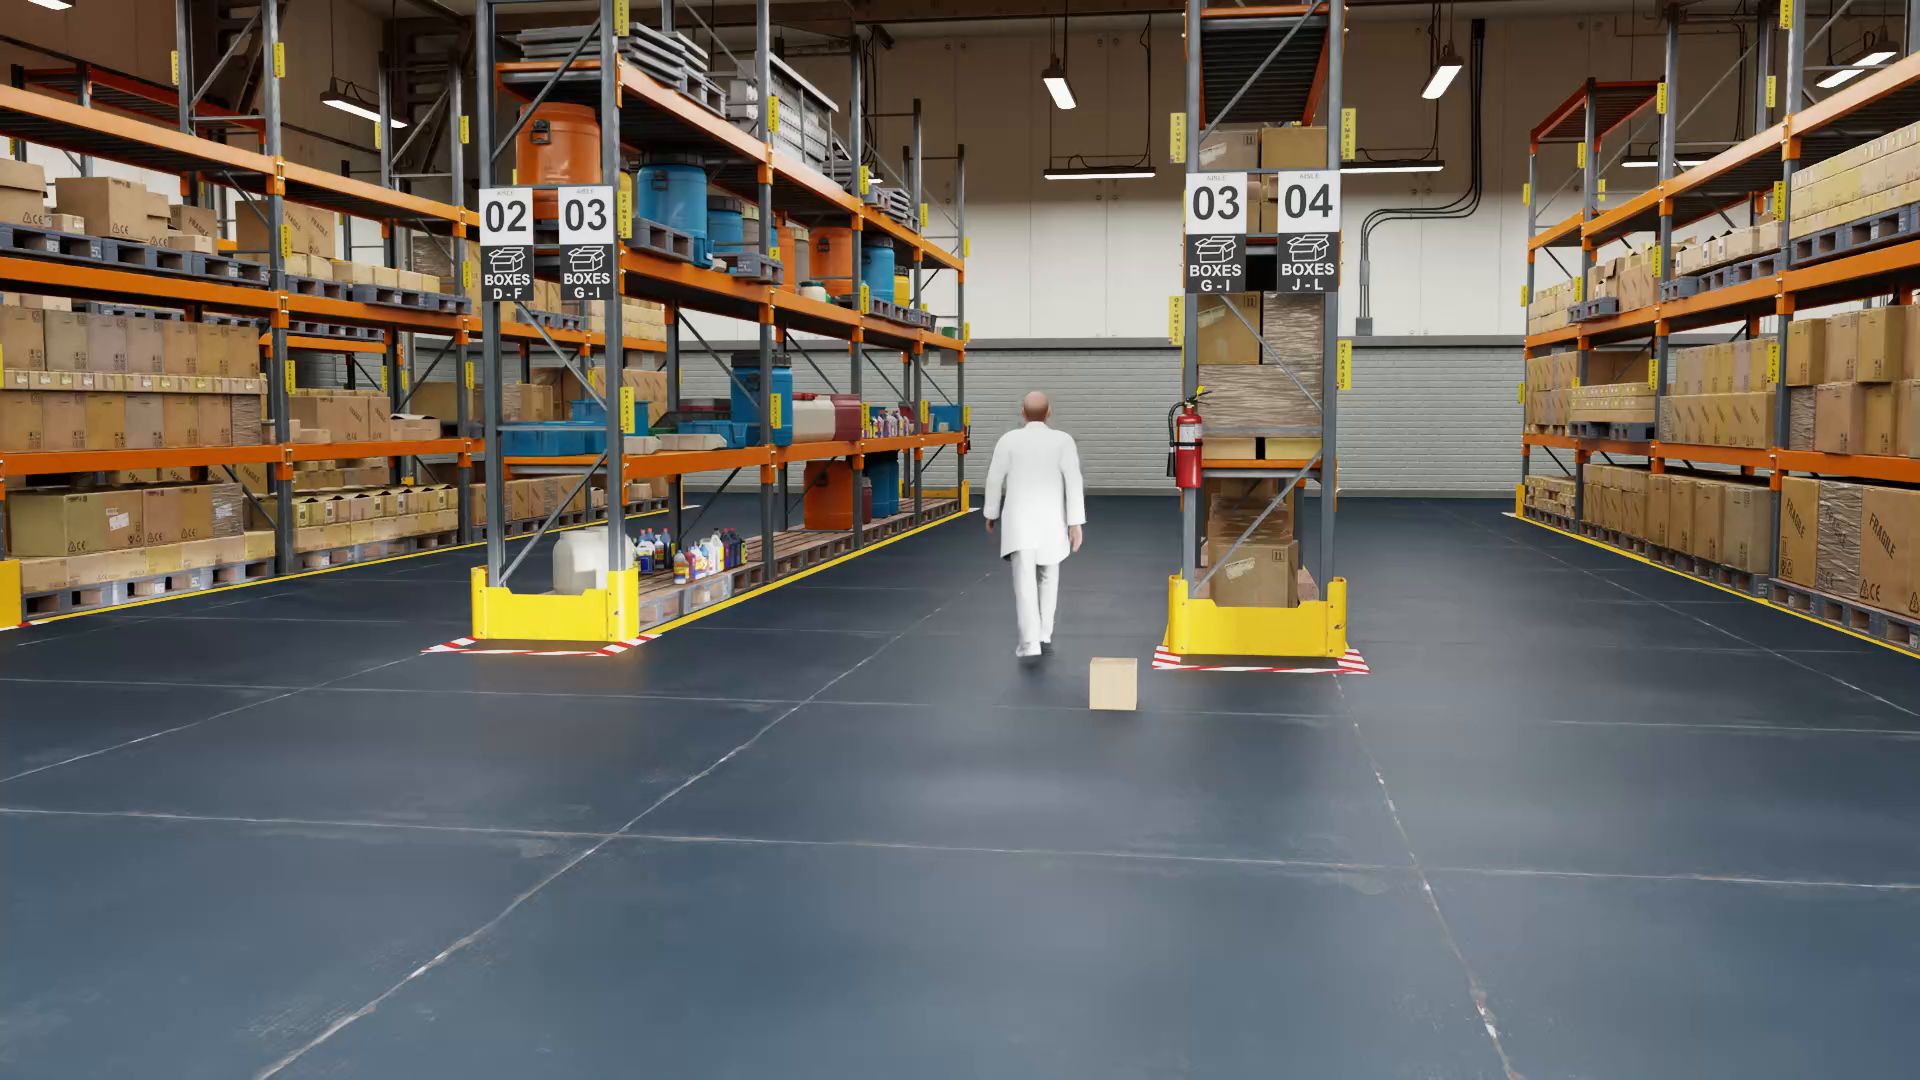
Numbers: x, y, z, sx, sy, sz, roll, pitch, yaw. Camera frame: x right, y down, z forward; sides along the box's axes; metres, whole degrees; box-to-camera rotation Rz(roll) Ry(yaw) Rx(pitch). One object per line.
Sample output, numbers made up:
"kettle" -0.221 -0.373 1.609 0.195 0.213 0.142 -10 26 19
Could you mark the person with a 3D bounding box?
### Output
"person" 0.484 -0.124 11.023 0.632 1.722 1.123 0 4 -5
